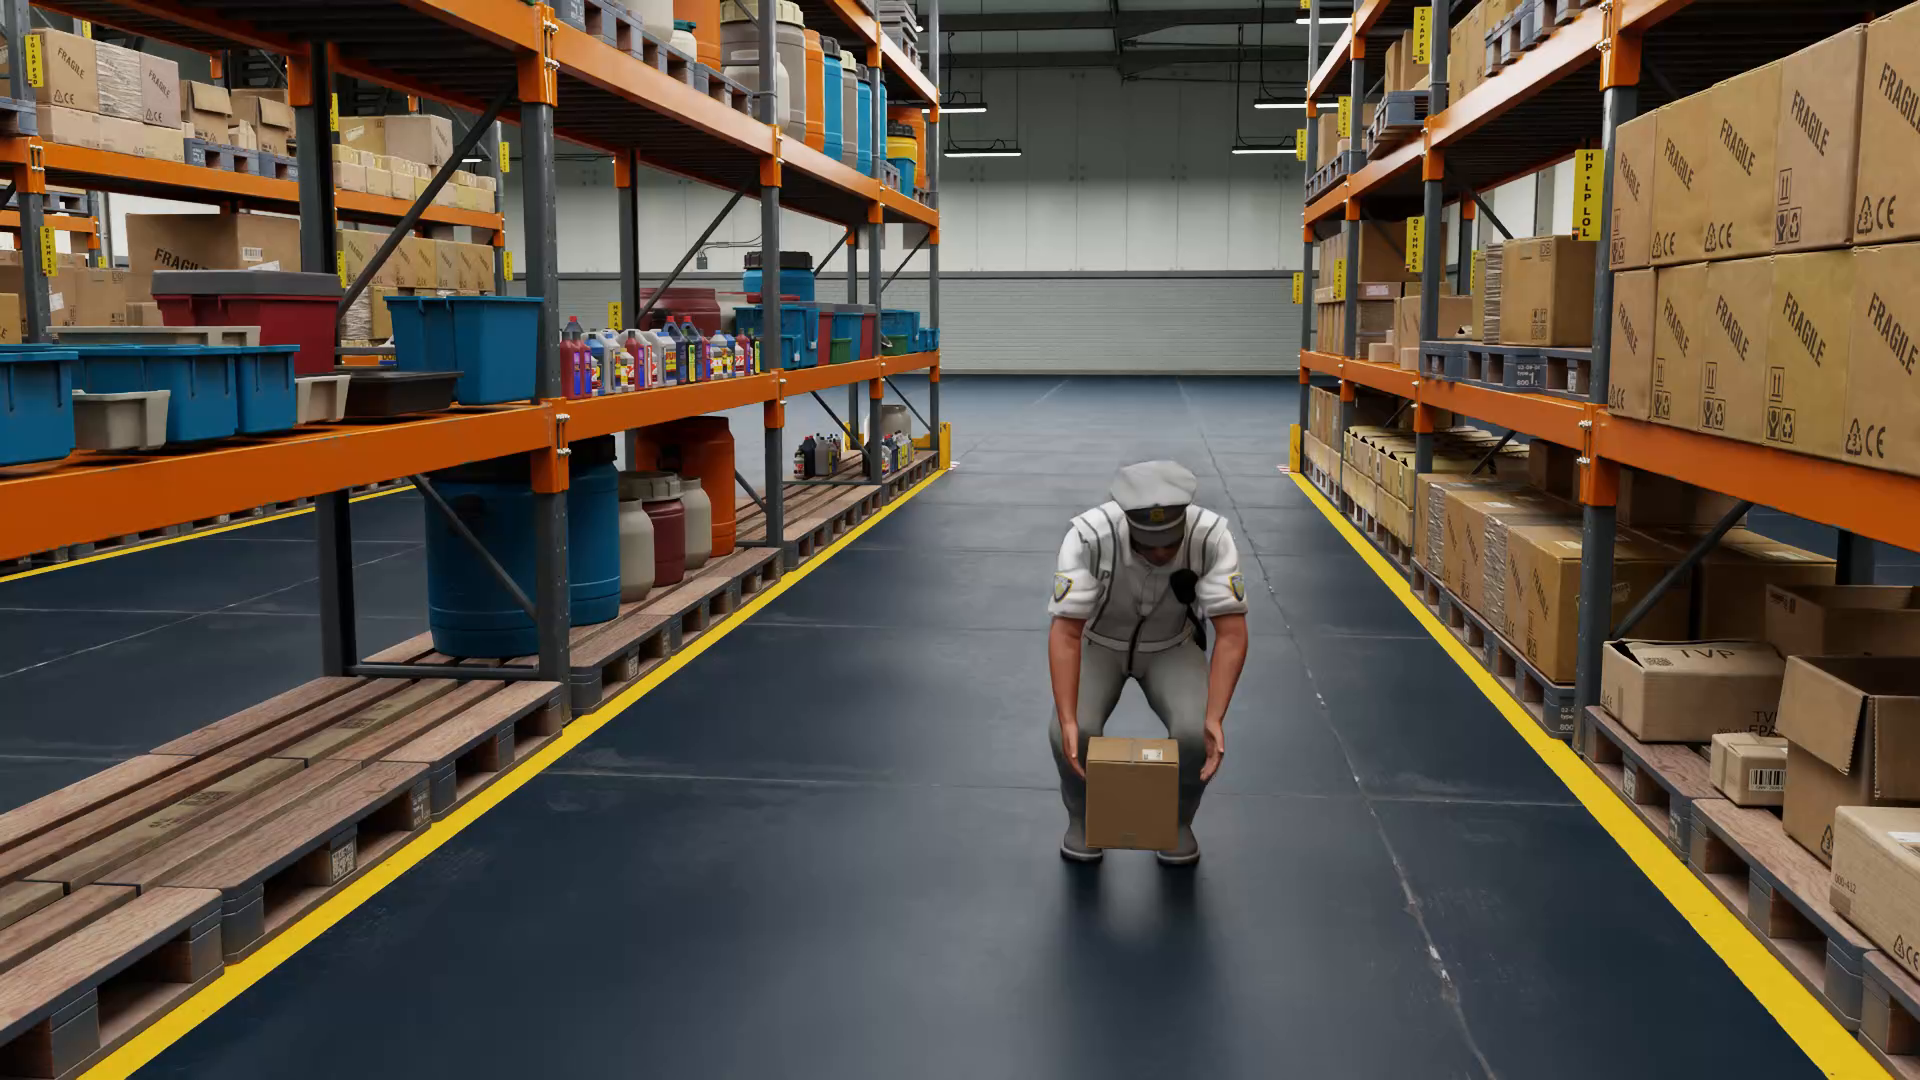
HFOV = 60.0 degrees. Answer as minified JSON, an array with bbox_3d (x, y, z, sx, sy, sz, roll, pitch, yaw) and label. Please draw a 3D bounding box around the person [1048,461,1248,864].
[{"bbox_3d":[0.560,0.363,4.990,0.581,1.242,0.882,1,8,6],"label":"person"}]
